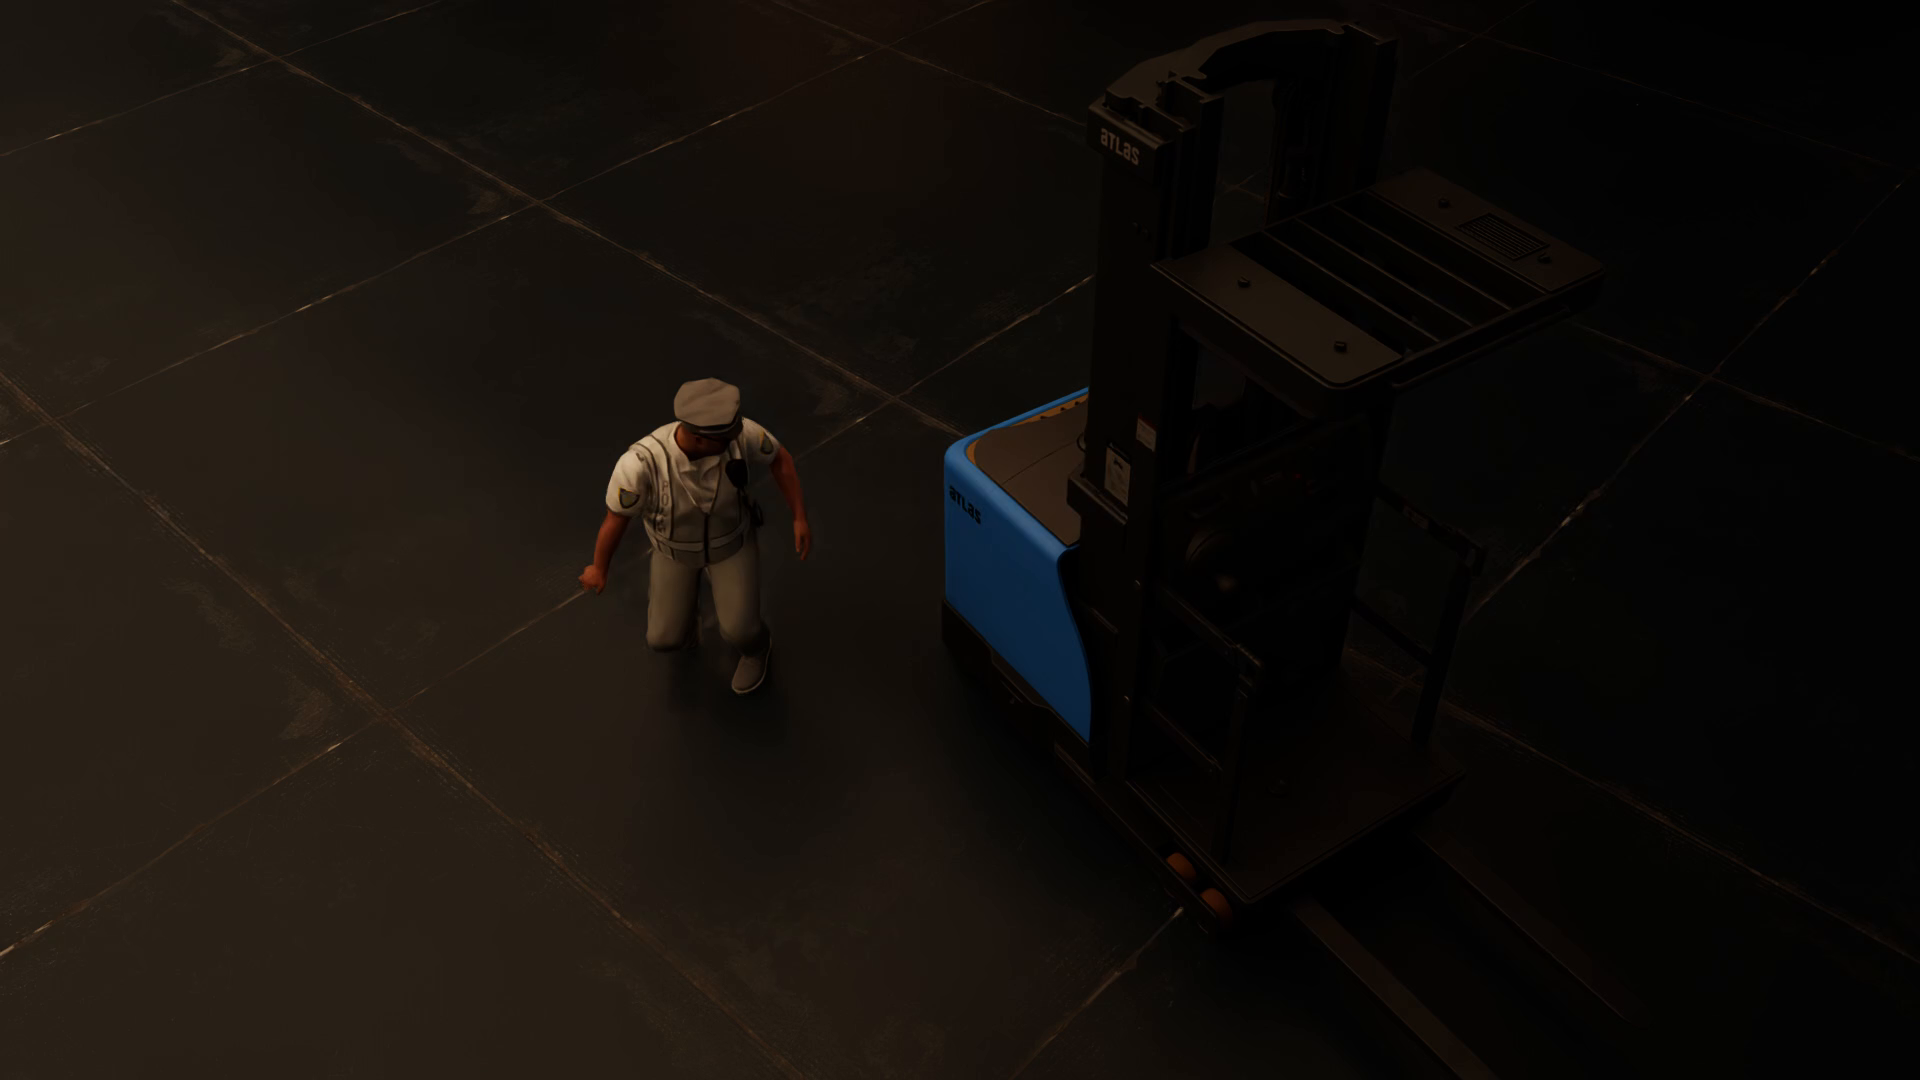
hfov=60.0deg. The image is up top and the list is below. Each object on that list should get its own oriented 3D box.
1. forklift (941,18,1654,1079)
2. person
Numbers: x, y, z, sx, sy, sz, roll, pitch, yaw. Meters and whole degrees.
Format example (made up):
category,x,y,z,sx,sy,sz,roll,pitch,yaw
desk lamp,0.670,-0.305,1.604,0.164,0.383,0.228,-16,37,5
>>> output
category,x,y,z,sx,sy,sz,roll,pitch,yaw
forklift,1.165,-0.047,5.483,1.130,2.935,3.031,-24,46,-25
person,-1.053,-0.019,6.549,0.921,1.578,0.610,-8,41,-10
